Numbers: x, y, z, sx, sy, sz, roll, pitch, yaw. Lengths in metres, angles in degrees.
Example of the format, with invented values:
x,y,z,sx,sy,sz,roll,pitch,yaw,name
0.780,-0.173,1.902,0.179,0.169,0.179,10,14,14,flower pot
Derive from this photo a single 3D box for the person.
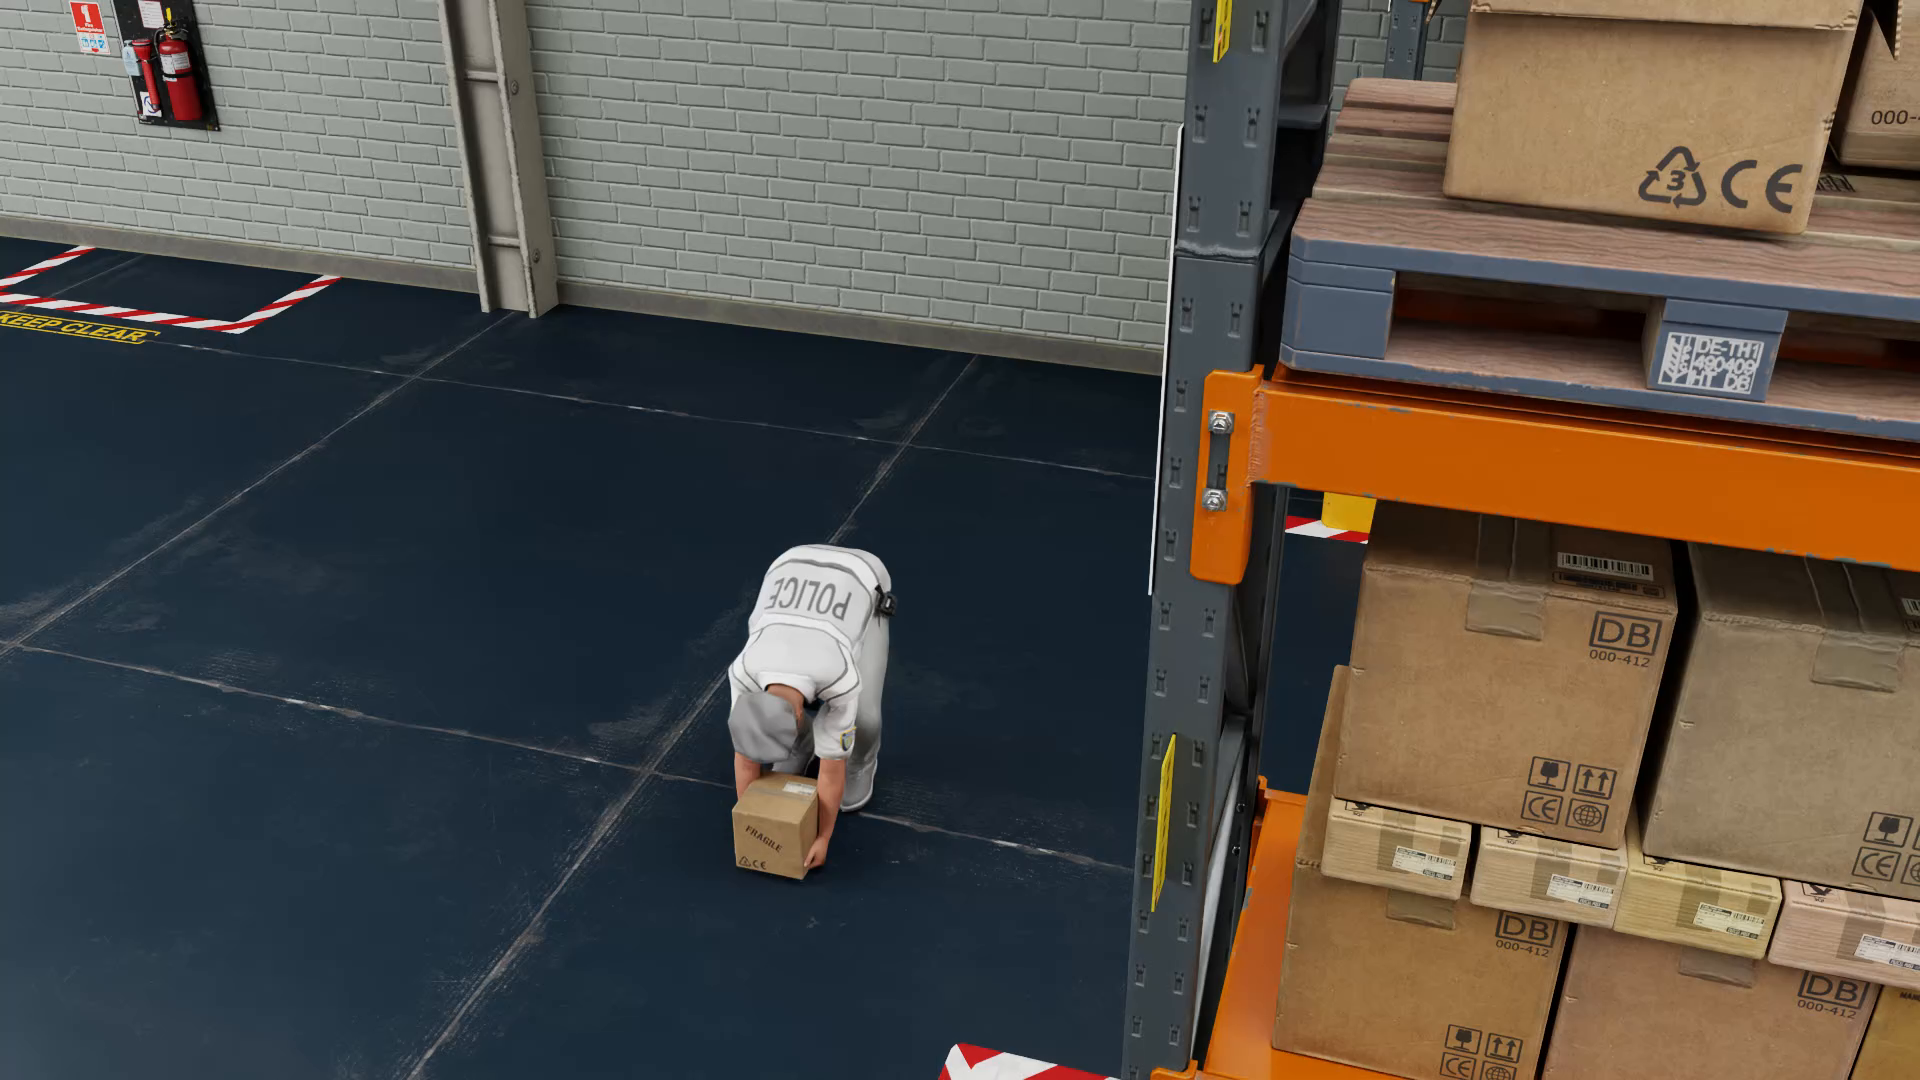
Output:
x,y,z,sx,sy,sz,roll,pitch,yaw,name
-0.542,0.572,5.928,0.527,0.939,1.023,7,30,13,person
